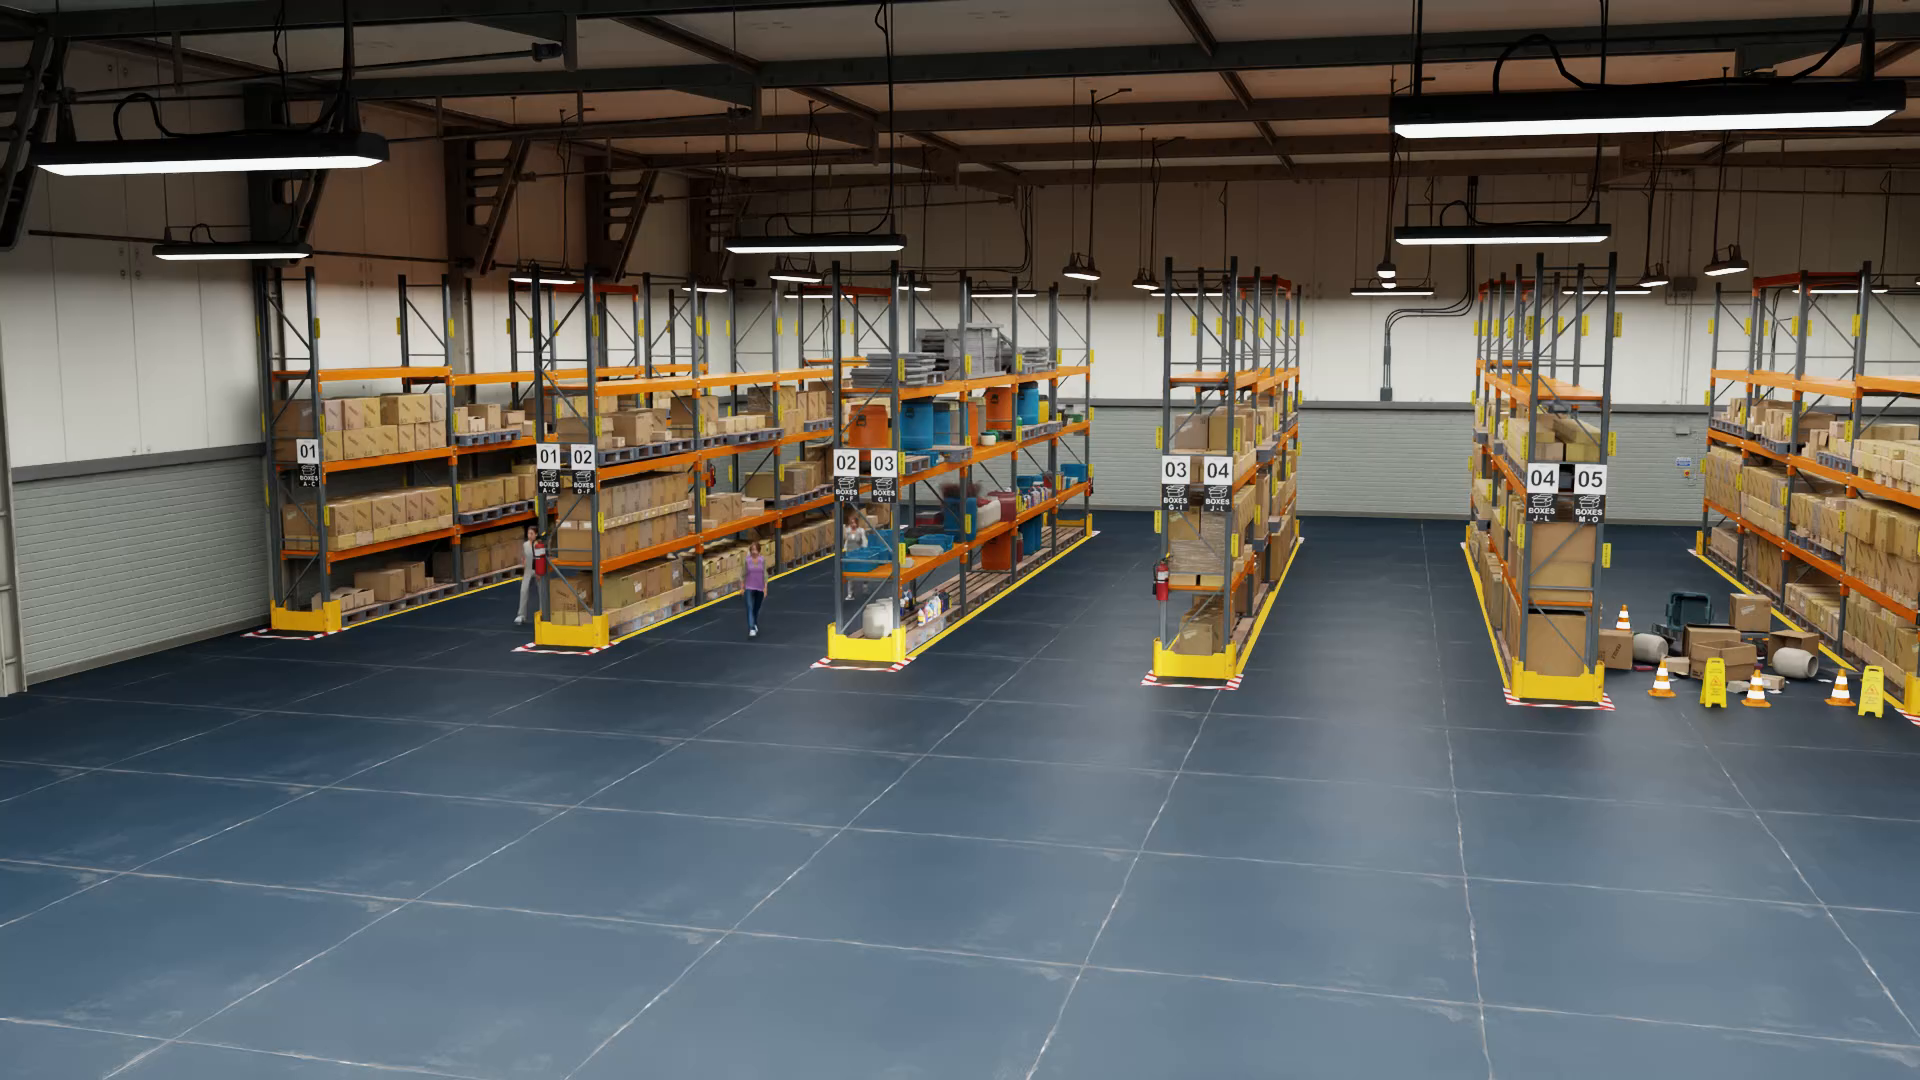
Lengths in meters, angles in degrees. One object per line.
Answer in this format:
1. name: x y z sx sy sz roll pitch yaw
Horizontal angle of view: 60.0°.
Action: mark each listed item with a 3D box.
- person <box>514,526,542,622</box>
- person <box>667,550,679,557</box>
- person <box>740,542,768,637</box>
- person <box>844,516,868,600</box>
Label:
1. person: -7.311 0.568 28.480 0.454 1.620 0.964 0 7 1
2. person: -5.970 -0.157 33.787 0.603 1.785 0.517 6 9 37
3. person: -3.336 0.796 27.041 0.436 1.528 1.002 -3 8 -23
4. person: -1.916 0.306 30.854 0.421 1.561 0.760 2 7 13
